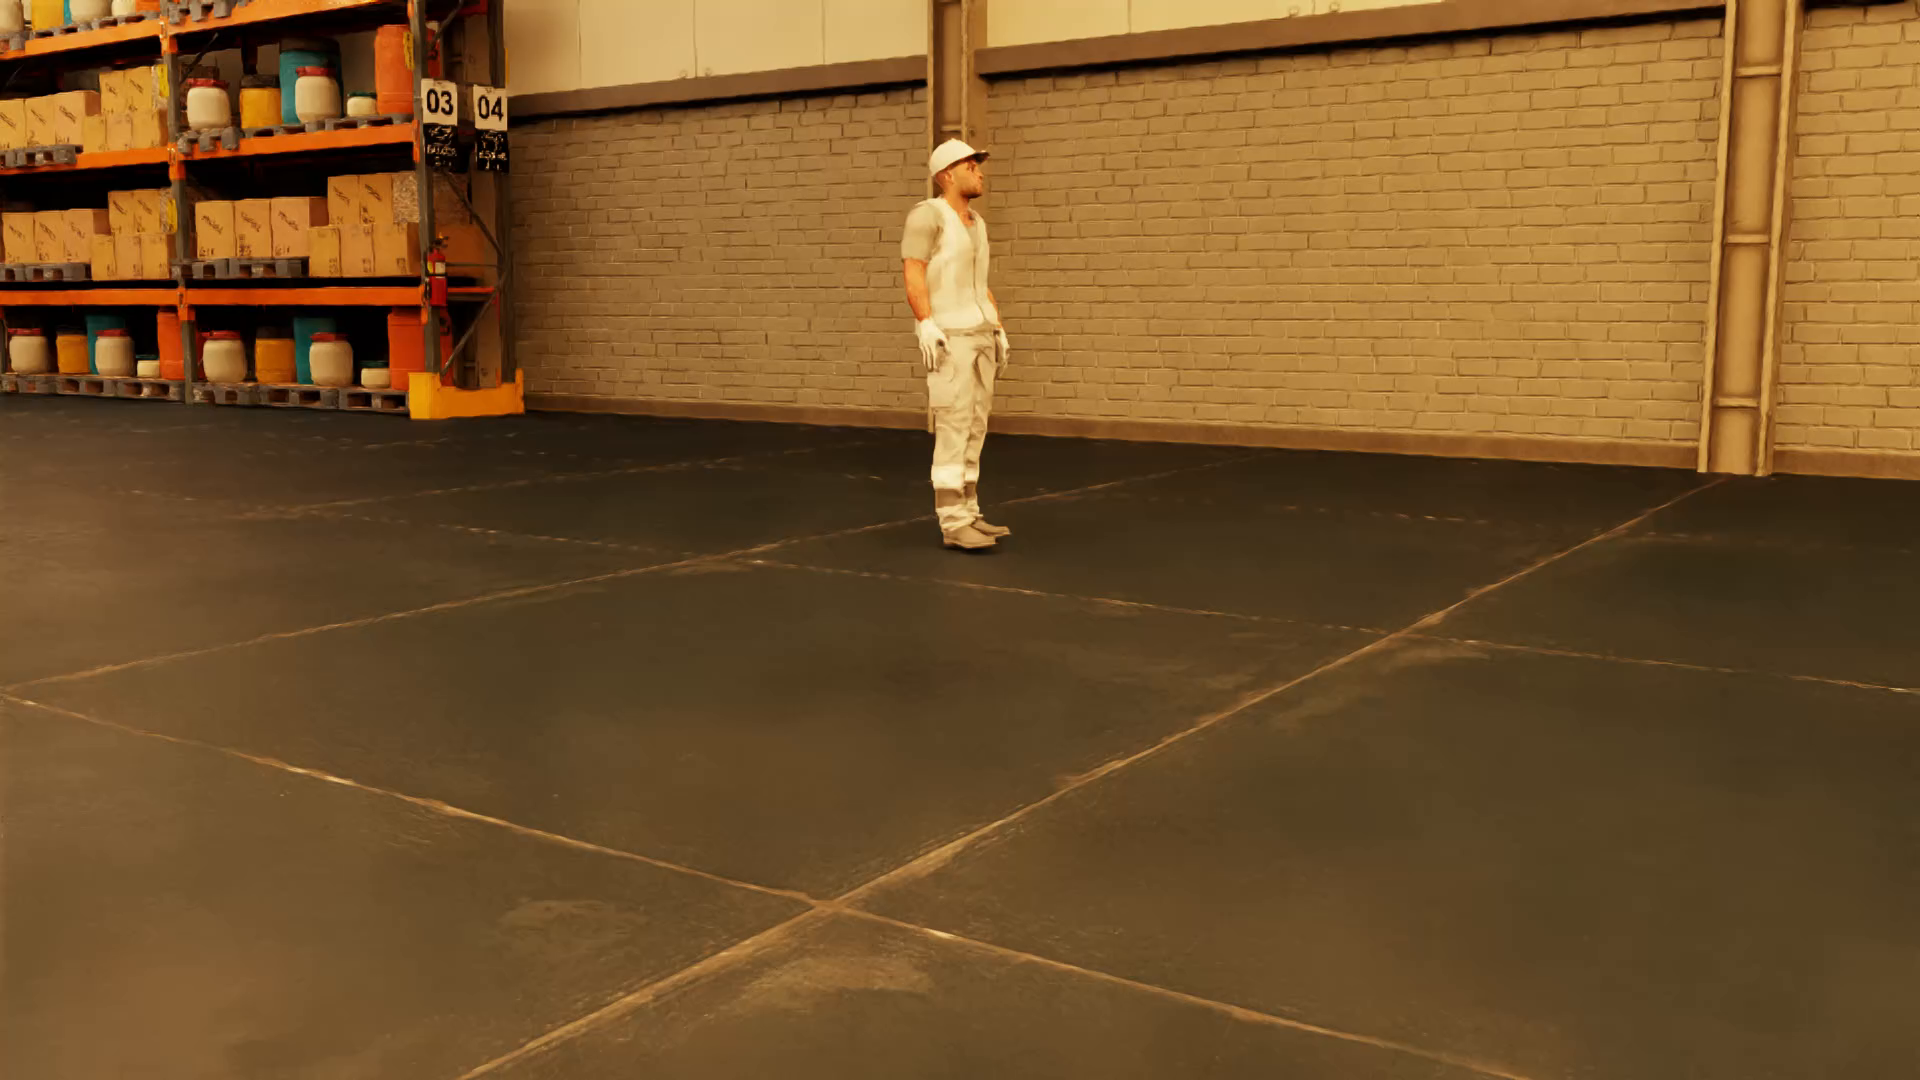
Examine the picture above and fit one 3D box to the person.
[{"bbox_3d":[0.061,-0.885,7.423,0.563,1.787,0.637,5,10,34],"label":"person"}]
